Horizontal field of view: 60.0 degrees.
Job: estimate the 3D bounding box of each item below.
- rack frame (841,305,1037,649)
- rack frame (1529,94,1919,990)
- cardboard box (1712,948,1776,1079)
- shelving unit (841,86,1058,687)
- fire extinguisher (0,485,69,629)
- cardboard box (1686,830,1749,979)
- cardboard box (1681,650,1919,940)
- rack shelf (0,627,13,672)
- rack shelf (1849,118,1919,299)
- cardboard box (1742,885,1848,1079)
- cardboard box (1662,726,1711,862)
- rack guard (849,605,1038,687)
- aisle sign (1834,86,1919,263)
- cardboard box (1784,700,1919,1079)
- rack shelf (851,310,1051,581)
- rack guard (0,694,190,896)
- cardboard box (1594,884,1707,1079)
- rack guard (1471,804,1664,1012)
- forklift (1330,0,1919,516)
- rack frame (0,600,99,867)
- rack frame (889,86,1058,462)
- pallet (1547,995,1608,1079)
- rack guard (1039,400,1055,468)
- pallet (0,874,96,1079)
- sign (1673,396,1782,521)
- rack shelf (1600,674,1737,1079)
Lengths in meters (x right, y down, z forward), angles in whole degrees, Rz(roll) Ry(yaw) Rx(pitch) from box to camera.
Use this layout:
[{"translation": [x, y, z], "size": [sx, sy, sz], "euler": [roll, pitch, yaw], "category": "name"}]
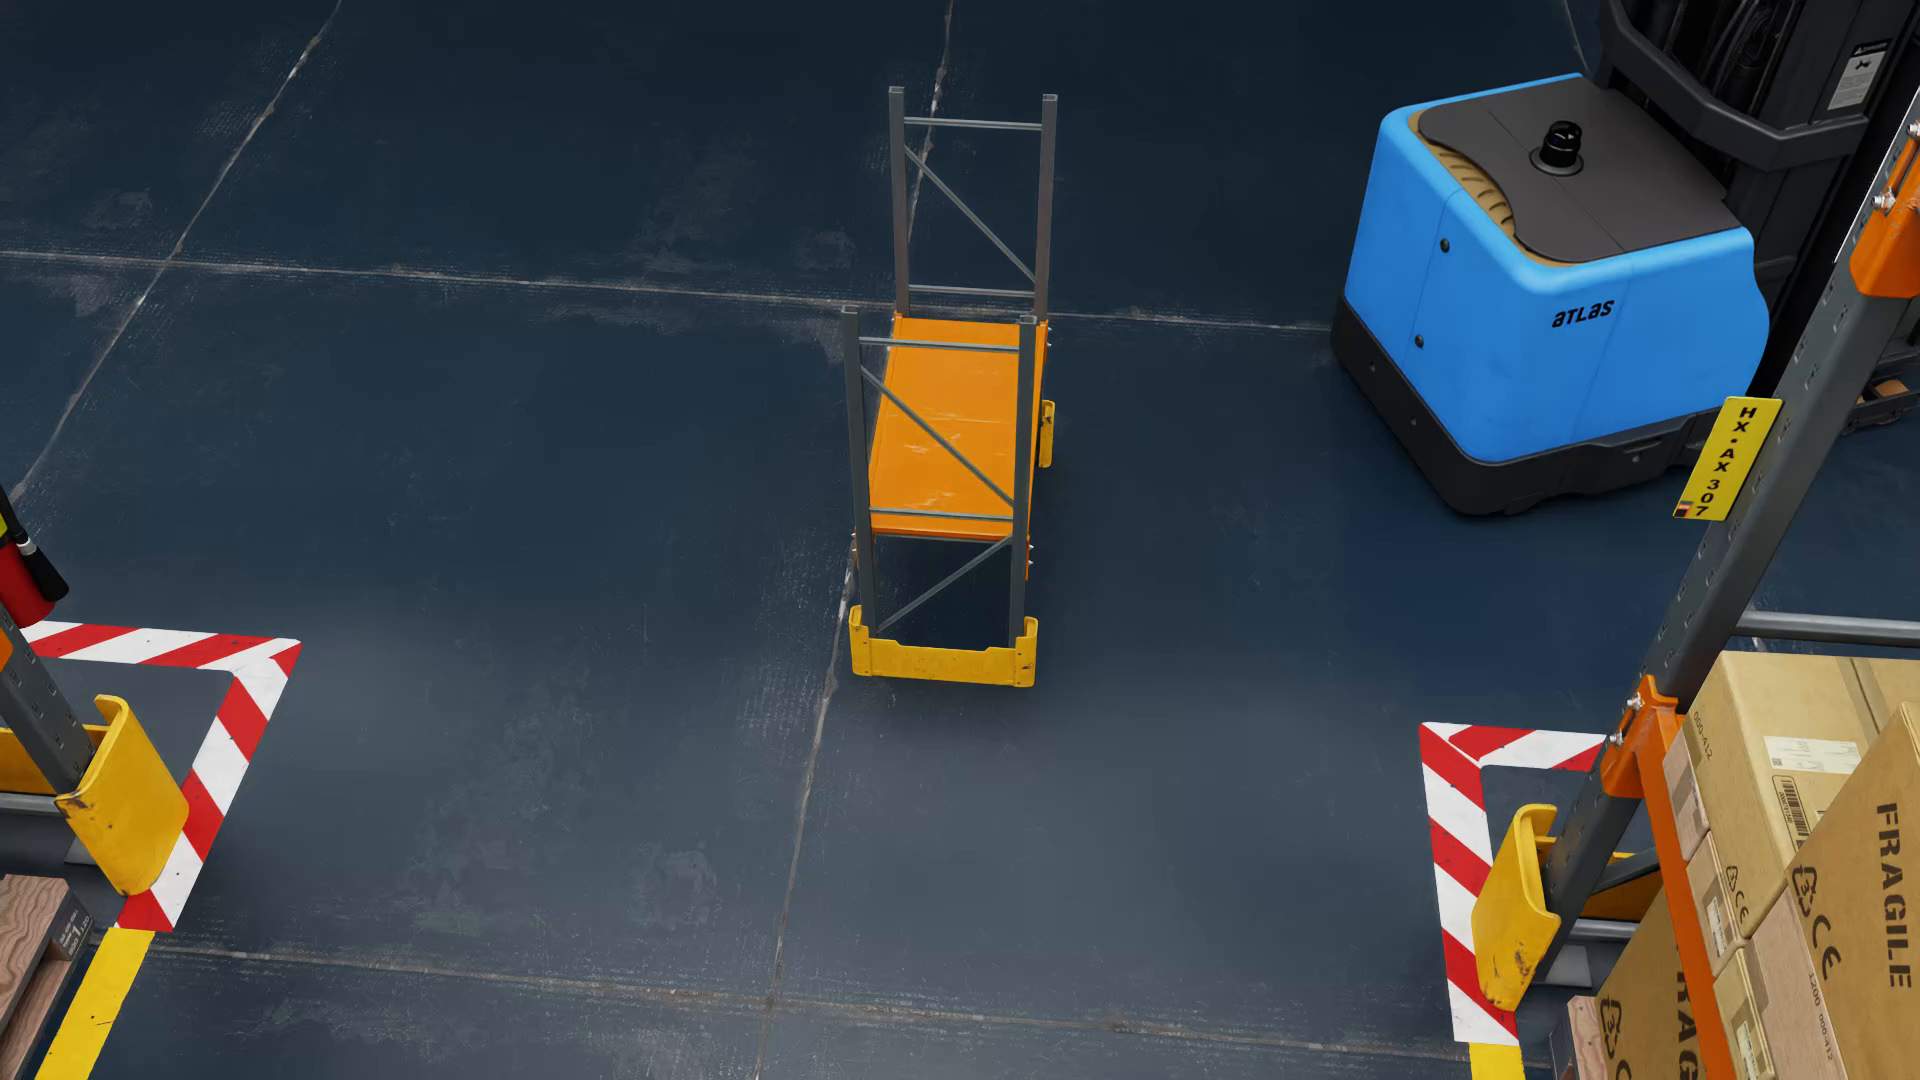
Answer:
[{"translation": [-0.054, -0.070, 4.798], "size": [0.500, 1.500, 0.032], "euler": [4, 48, 4], "category": "rack frame"}, {"translation": [2.033, 0.207, 3.528], "size": [1.000, 3.000, 0.127], "euler": [4, 48, 4], "category": "rack frame"}, {"translation": [1.628, 0.907, 3.058], "size": [0.380, 0.149, 0.250], "euler": [3, 48, 3], "category": "cardboard box"}, {"translation": [-0.007, -0.450, 5.145], "size": [0.587, 1.500, 1.083], "euler": [4, 48, 4], "category": "shelving unit"}, {"translation": [-2.433, -0.054, 4.072], "size": [0.296, 0.674, 0.183], "euler": [4, 48, 4], "category": "fire extinguisher"}, {"translation": [1.651, 0.719, 3.230], "size": [0.380, 0.149, 0.250], "euler": [3, 48, 3], "category": "cardboard box"}, {"translation": [1.721, 0.492, 3.167], "size": [0.500, 0.250, 0.500], "euler": [3, 48, 2], "category": "cardboard box"}, {"translation": [-3.081, 1.586, 2.754], "size": [1.077, 0.370, 4.000], "euler": [4, 48, 4], "category": "rack shelf"}, {"translation": [1.851, 0.907, 1.342], "size": [1.077, 0.370, 4.000], "euler": [4, 48, 4], "category": "rack shelf"}, {"translation": [1.680, 0.874, 2.818], "size": [0.500, 0.250, 0.500], "euler": [3, 48, 3], "category": "cardboard box"}, {"translation": [1.672, 0.530, 3.402], "size": [0.380, 0.149, 0.250], "euler": [4, 48, 4], "category": "cardboard box"}, {"translation": [-0.052, 0.338, 5.272], "size": [0.587, 0.250, 0.087], "euler": [4, 48, 4], "category": "rack guard"}, {"translation": [1.741, -0.743, 2.635], "size": [0.394, 0.787, 0.004], "euler": [4, 48, 4], "category": "aisle sign"}, {"translation": [1.675, 0.606, 2.555], "size": [0.500, 0.500, 0.500], "euler": [3, 48, 3], "category": "cardboard box"}, {"translation": [-0.008, -0.322, 5.272], "size": [0.538, 0.185, 1.000], "euler": [4, 48, 4], "category": "rack shelf"}, {"translation": [-2.910, 0.699, 4.772], "size": [1.175, 0.500, 0.348], "euler": [4, 48, 4], "category": "rack guard"}, {"translation": [2.055, 1.258, 3.722], "size": [0.875, 0.875, 0.875], "euler": [4, 48, 4], "category": "cardboard box"}, {"translation": [2.036, 1.033, 4.466], "size": [1.175, 0.500, 0.348], "euler": [4, 48, 4], "category": "rack guard"}, {"translation": [2.984, -1.728, 5.344], "size": [3.031, 2.935, 1.130], "euler": [-14, 49, -12], "category": "forklift"}, {"translation": [-2.899, -0.126, 3.833], "size": [1.000, 3.000, 0.127], "euler": [4, 48, 4], "category": "rack frame"}, {"translation": [0.039, -0.817, 5.481], "size": [0.500, 1.500, 0.032], "euler": [4, 48, 4], "category": "rack frame"}, {"translation": [2.038, 1.741, 4.015], "size": [1.003, 0.211, 1.213], "euler": [4, 48, 4], "category": "pallet"}, {"translation": [0.038, -0.394, 5.941], "size": [0.587, 0.250, 0.087], "euler": [4, 48, 4], "category": "rack guard"}, {"translation": [-3.013, 1.418, 4.310], "size": [1.003, 0.211, 1.213], "euler": [4, 48, 4], "category": "pallet"}, {"translation": [1.481, -0.154, 3.217], "size": [0.100, 0.325, 0.005], "euler": [4, 48, 4], "category": "sign"}, {"translation": [1.851, 1.919, 2.449], "size": [1.077, 0.370, 4.000], "euler": [4, 48, 4], "category": "rack shelf"}]
